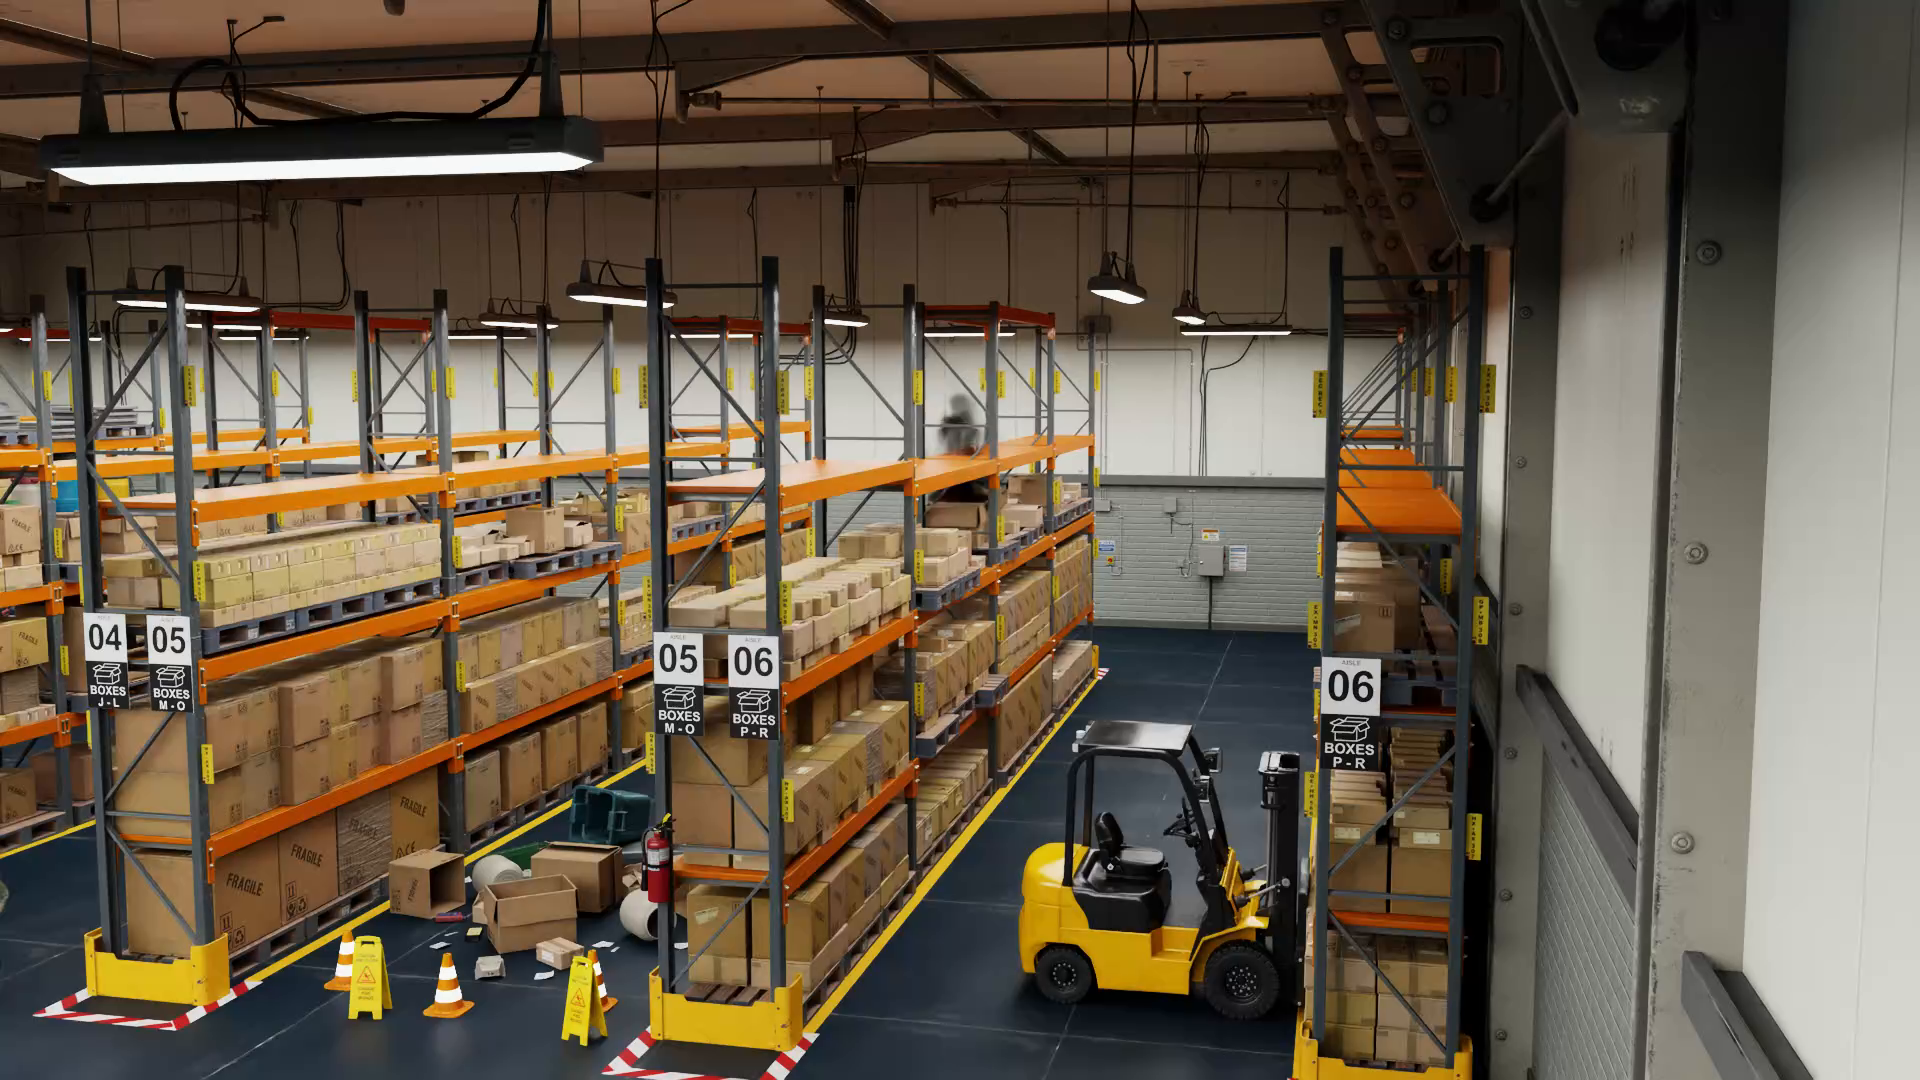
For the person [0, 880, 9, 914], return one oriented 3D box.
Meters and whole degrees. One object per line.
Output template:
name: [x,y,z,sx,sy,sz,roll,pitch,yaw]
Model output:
person: [-7.802,3.095,13.004,0.596,1.548,0.474,-2,6,-16]
